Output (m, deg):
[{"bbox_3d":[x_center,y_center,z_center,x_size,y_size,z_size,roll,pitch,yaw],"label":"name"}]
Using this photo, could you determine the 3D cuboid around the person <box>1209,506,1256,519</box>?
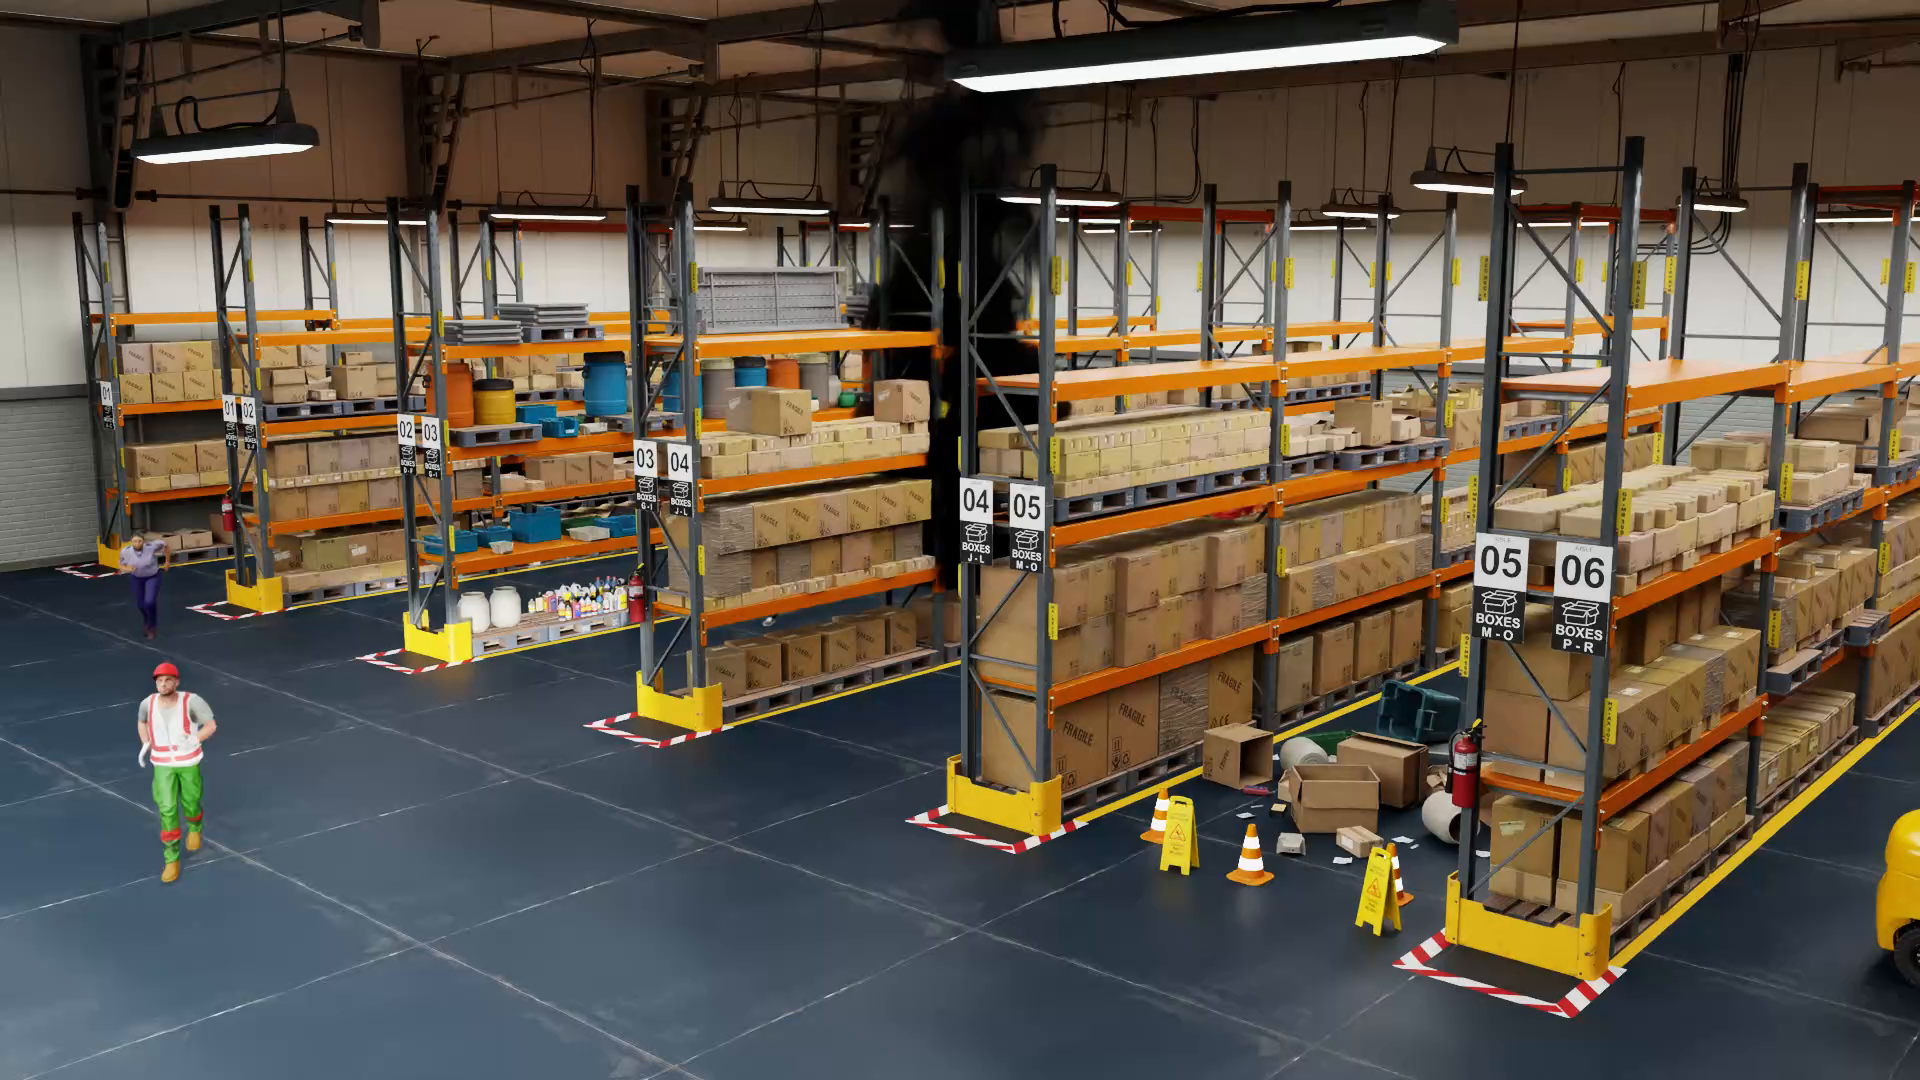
[{"bbox_3d":[3.886,0.015,24.209,0.659,1.780,0.903,6,11,34],"label":"person"}]

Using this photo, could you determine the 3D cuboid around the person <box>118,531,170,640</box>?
[{"bbox_3d":[-11.293,0.612,23.104,0.643,1.581,0.946,-3,10,-18],"label":"person"}]

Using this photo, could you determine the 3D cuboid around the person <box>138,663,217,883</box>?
[{"bbox_3d":[-6.688,1.914,14.236,0.641,1.796,0.900,-3,10,-16],"label":"person"}]

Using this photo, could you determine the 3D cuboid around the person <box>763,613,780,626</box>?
[{"bbox_3d":[-2.537,0.367,22.629,0.537,1.570,0.513,4,10,24],"label":"person"}]
